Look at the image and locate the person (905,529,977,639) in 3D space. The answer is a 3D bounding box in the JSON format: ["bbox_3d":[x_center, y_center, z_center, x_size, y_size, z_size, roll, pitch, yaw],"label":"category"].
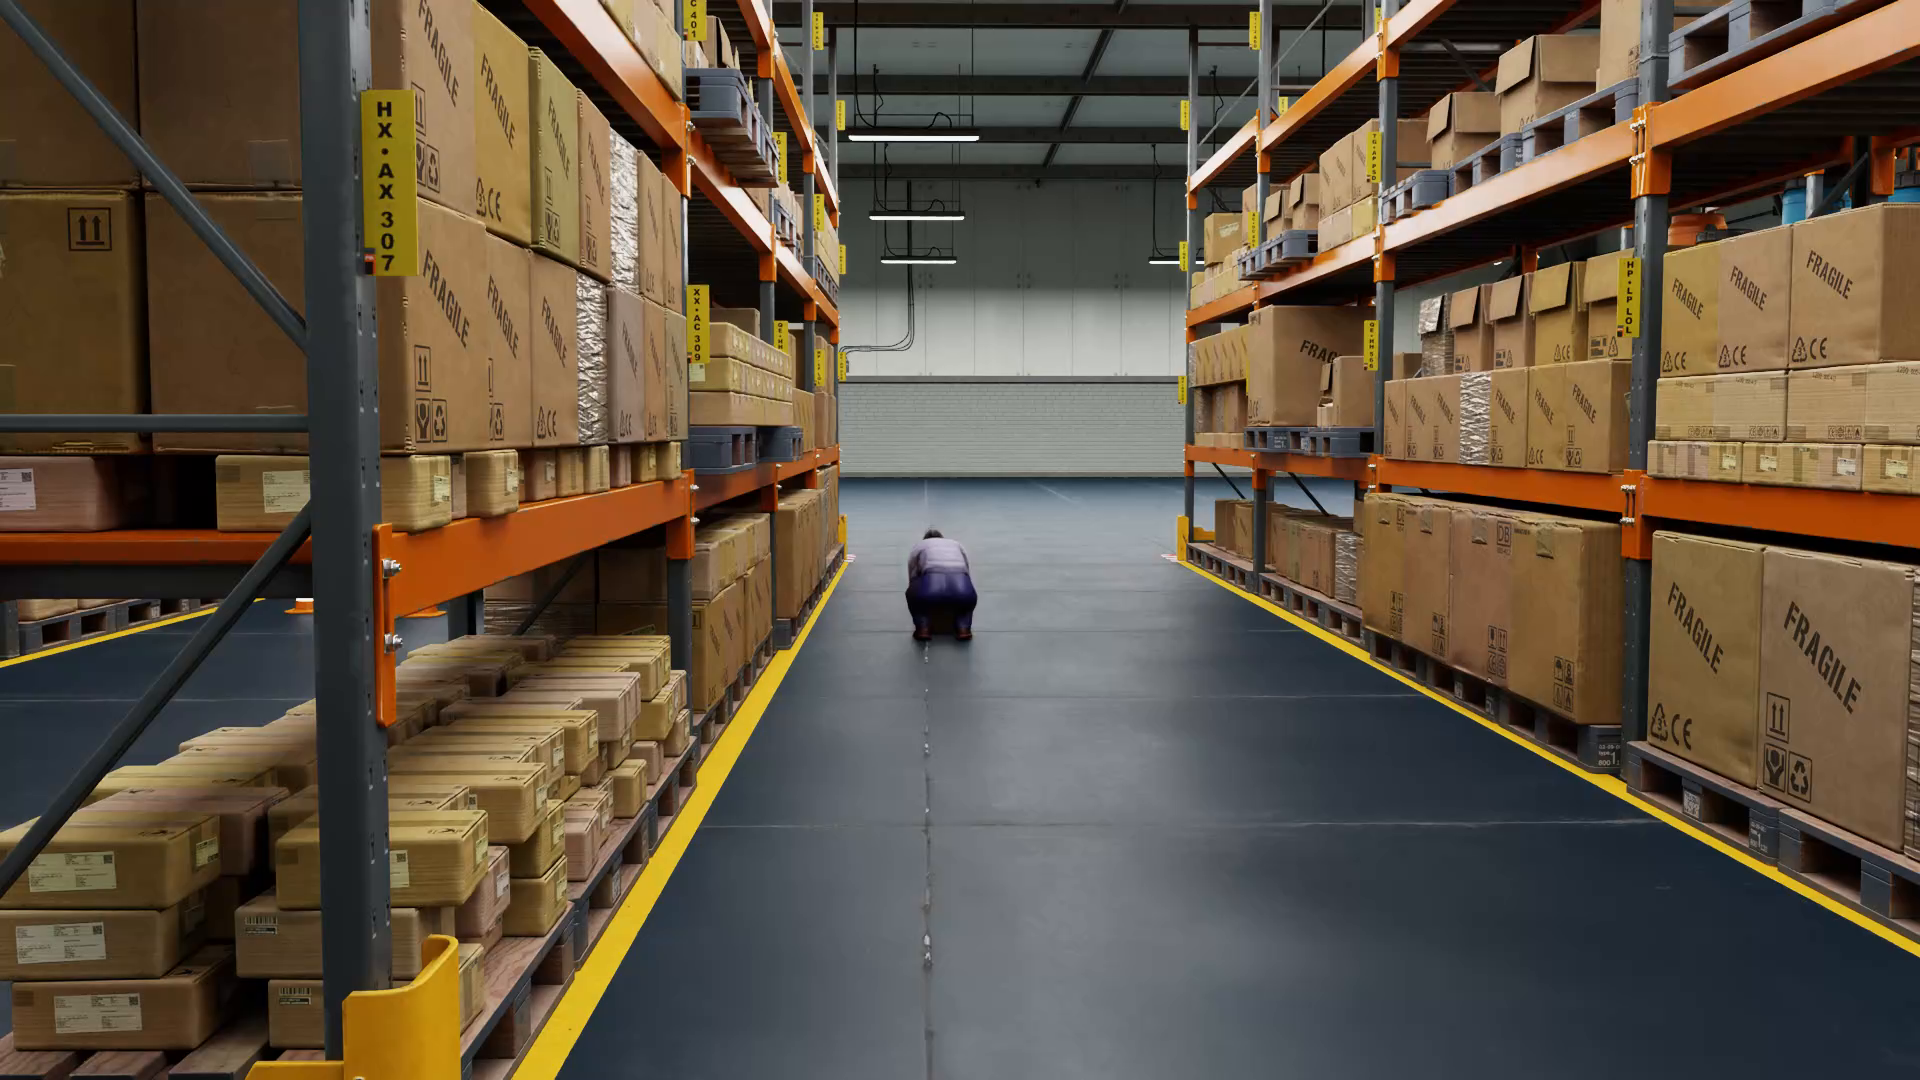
[{"bbox_3d":[-0.133,0.341,12.015,0.529,0.806,0.837,0,4,-2],"label":"person"}]
